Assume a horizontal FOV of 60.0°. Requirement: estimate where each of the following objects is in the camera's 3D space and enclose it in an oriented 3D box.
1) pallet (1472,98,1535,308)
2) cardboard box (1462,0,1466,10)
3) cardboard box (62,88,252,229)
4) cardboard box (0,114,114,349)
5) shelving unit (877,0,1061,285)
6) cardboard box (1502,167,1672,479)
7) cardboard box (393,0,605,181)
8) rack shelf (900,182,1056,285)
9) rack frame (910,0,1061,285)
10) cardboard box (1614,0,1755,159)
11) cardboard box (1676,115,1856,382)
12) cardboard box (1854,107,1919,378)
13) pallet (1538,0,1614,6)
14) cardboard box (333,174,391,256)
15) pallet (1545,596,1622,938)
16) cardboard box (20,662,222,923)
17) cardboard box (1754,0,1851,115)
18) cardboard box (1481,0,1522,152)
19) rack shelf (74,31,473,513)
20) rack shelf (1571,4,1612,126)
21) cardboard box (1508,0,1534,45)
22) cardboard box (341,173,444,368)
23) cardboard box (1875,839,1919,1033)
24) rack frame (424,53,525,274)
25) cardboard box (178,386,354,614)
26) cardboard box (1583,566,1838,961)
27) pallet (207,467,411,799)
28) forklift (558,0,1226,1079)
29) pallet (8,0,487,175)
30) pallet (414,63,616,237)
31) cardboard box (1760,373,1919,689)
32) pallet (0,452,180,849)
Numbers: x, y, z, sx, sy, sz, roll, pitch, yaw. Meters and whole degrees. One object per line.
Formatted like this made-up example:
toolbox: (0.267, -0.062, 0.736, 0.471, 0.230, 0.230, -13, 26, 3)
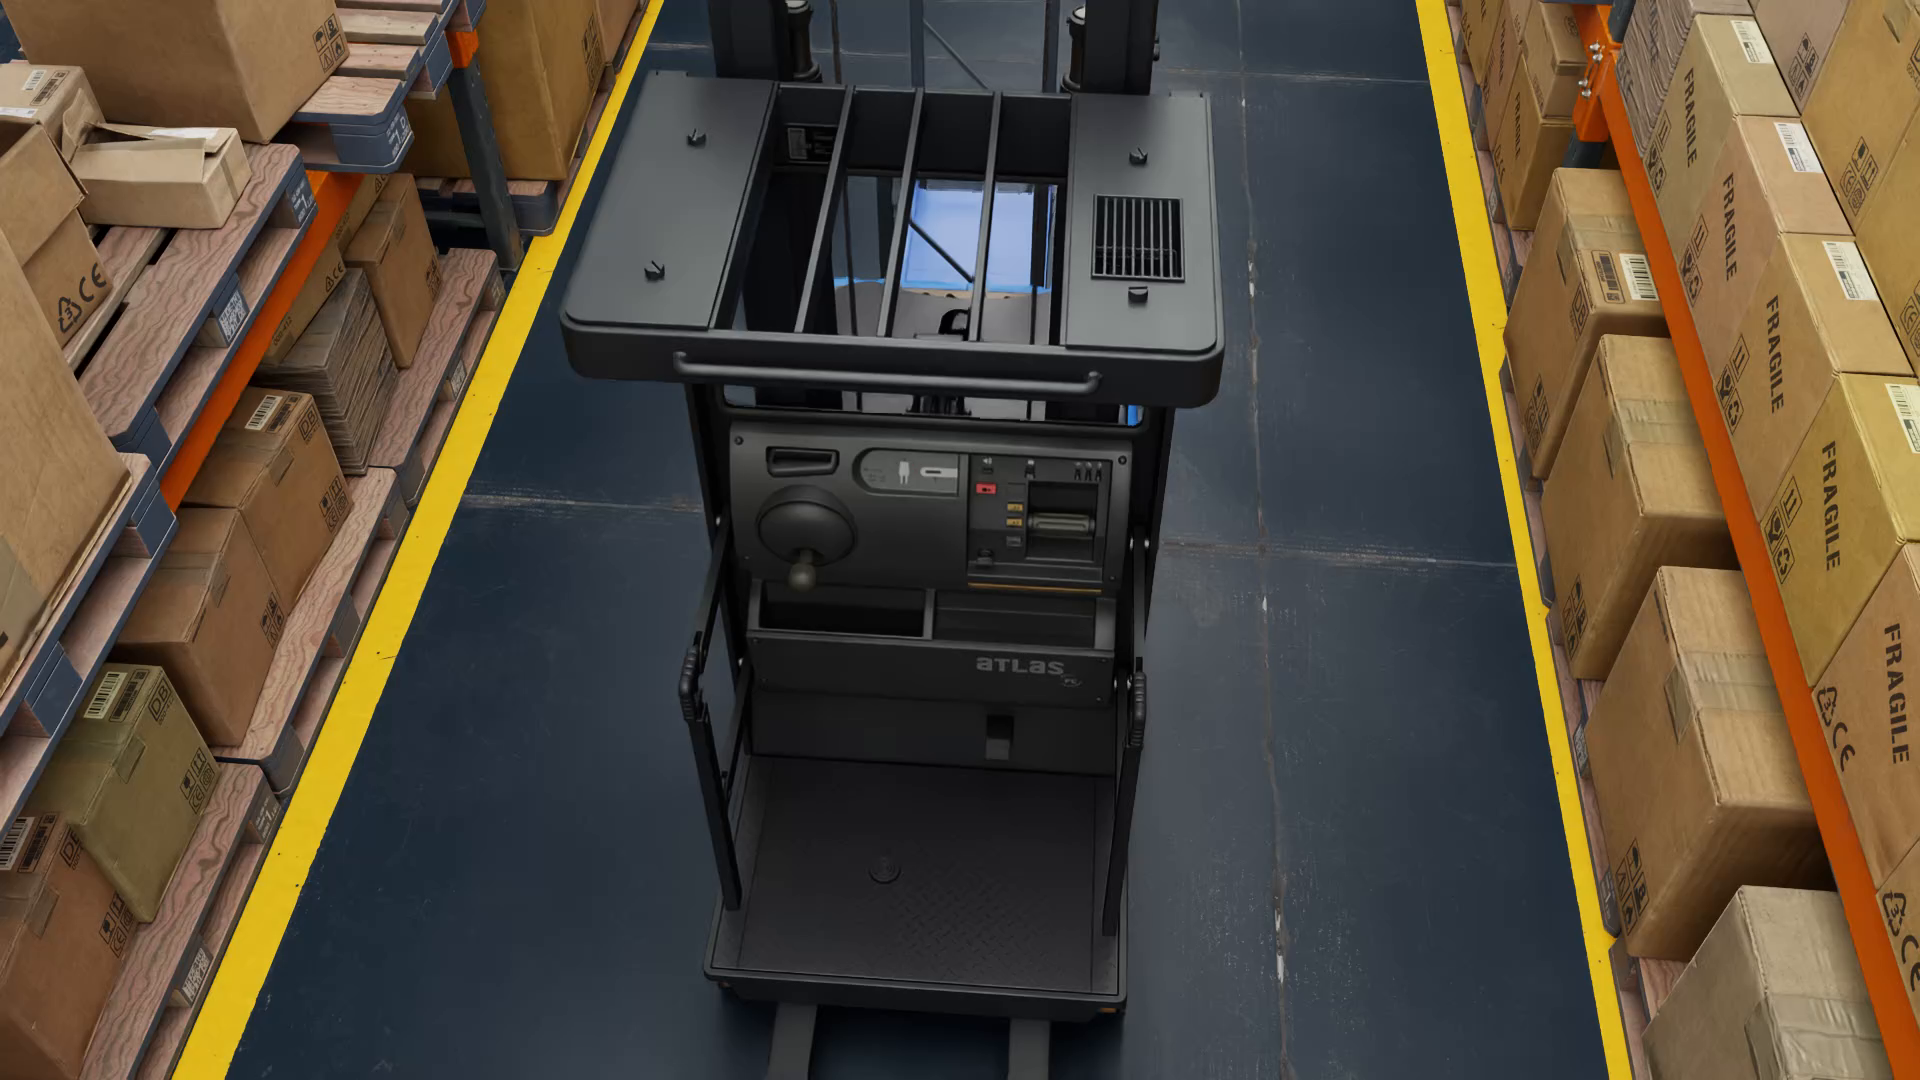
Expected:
pallet: (2.716, -1.395, 6.883, 1.003, 0.211, 1.213, 4, 48, 4)
cardboard box: (2.595, -2.700, 7.596, 0.500, 0.500, 0.500, 5, 48, 4)
cardboard box: (-2.170, -1.023, 4.459, 0.396, 0.266, 0.258, 3, 48, 2)
cardboard box: (-2.586, -0.687, 3.991, 0.797, 0.503, 0.637, 8, 48, 8)
shelving unit: (0.046, -0.989, 5.639, 0.538, 1.500, 1.048, 3, 48, 3)
cardboard box: (2.498, -0.703, 5.600, 1.050, 0.750, 0.750, 3, 48, 3)
cardboard box: (-2.204, -2.100, 6.793, 1.225, 0.875, 0.875, 2, 48, 2)
rack shelf: (0.046, -0.868, 5.771, 0.538, 0.185, 1.000, 3, 48, 3)
rack frame: (0.083, -1.363, 5.981, 0.500, 1.500, 0.032, 3, 48, 3)
cardboard box: (2.333, -1.484, 5.007, 0.500, 0.500, 0.500, 4, 48, 4)
cardboard box: (2.243, -0.740, 4.326, 0.500, 0.500, 0.500, 4, 48, 3)
cardboard box: (2.456, -0.680, 3.593, 0.700, 0.500, 0.500, 3, 48, 3)
pallet: (2.602, -2.228, 5.885, 1.213, 0.211, 1.003, 4, 48, 4)
cardboard box: (-2.318, -1.233, 5.733, 0.500, 0.250, 0.500, 6, 48, 5)
pallet: (2.382, 0.647, 5.015, 1.003, 0.211, 1.213, 4, 48, 4)
cardboard box: (-2.512, 0.666, 4.504, 0.700, 0.500, 0.500, 4, 48, 3)
cardboard box: (2.547, -1.432, 4.282, 0.700, 0.500, 0.500, 3, 48, 3)
cardboard box: (2.494, -1.943, 6.903, 0.500, 0.500, 0.500, 6, 48, 5)
rack shelf: (-2.469, -0.457, 4.623, 1.077, 0.370, 4.000, 4, 48, 4)
rack shelf: (2.825, -2.989, 6.938, 1.077, 0.370, 4.000, 4, 48, 4)
cardboard box: (2.479, -2.205, 6.635, 0.500, 0.250, 0.500, 4, 48, 4)
cardboard box: (-2.328, -0.981, 6.010, 0.700, 0.500, 0.500, 2, 48, 1)
cardboard box: (2.060, 0.742, 2.971, 0.500, 0.500, 0.500, 4, 48, 3)
rack frame: (-2.287, -2.170, 5.702, 1.000, 3.000, 0.127, 4, 48, 4)
cardboard box: (-2.411, -0.156, 5.255, 0.700, 0.500, 0.500, 7, 48, 7)
cardboard box: (2.337, 0.624, 4.386, 1.050, 0.750, 0.750, 4, 48, 4)
pallet: (-2.474, 0.239, 5.388, 1.003, 0.211, 1.213, 4, 48, 4)
forklift: (-0.085, 0.040, 3.727, 1.130, 2.935, 3.031, 3, 48, 3)
pallet: (-2.246, -1.574, 5.287, 1.213, 0.211, 1.003, 4, 48, 4)
pallet: (-2.140, -1.803, 7.256, 1.003, 0.211, 1.213, 4, 48, 4)
cardboard box: (2.152, -0.001, 3.650, 0.500, 0.500, 0.500, 4, 48, 4)
pallet: (-2.437, 0.282, 3.589, 1.003, 0.211, 1.213, 4, 48, 4)
